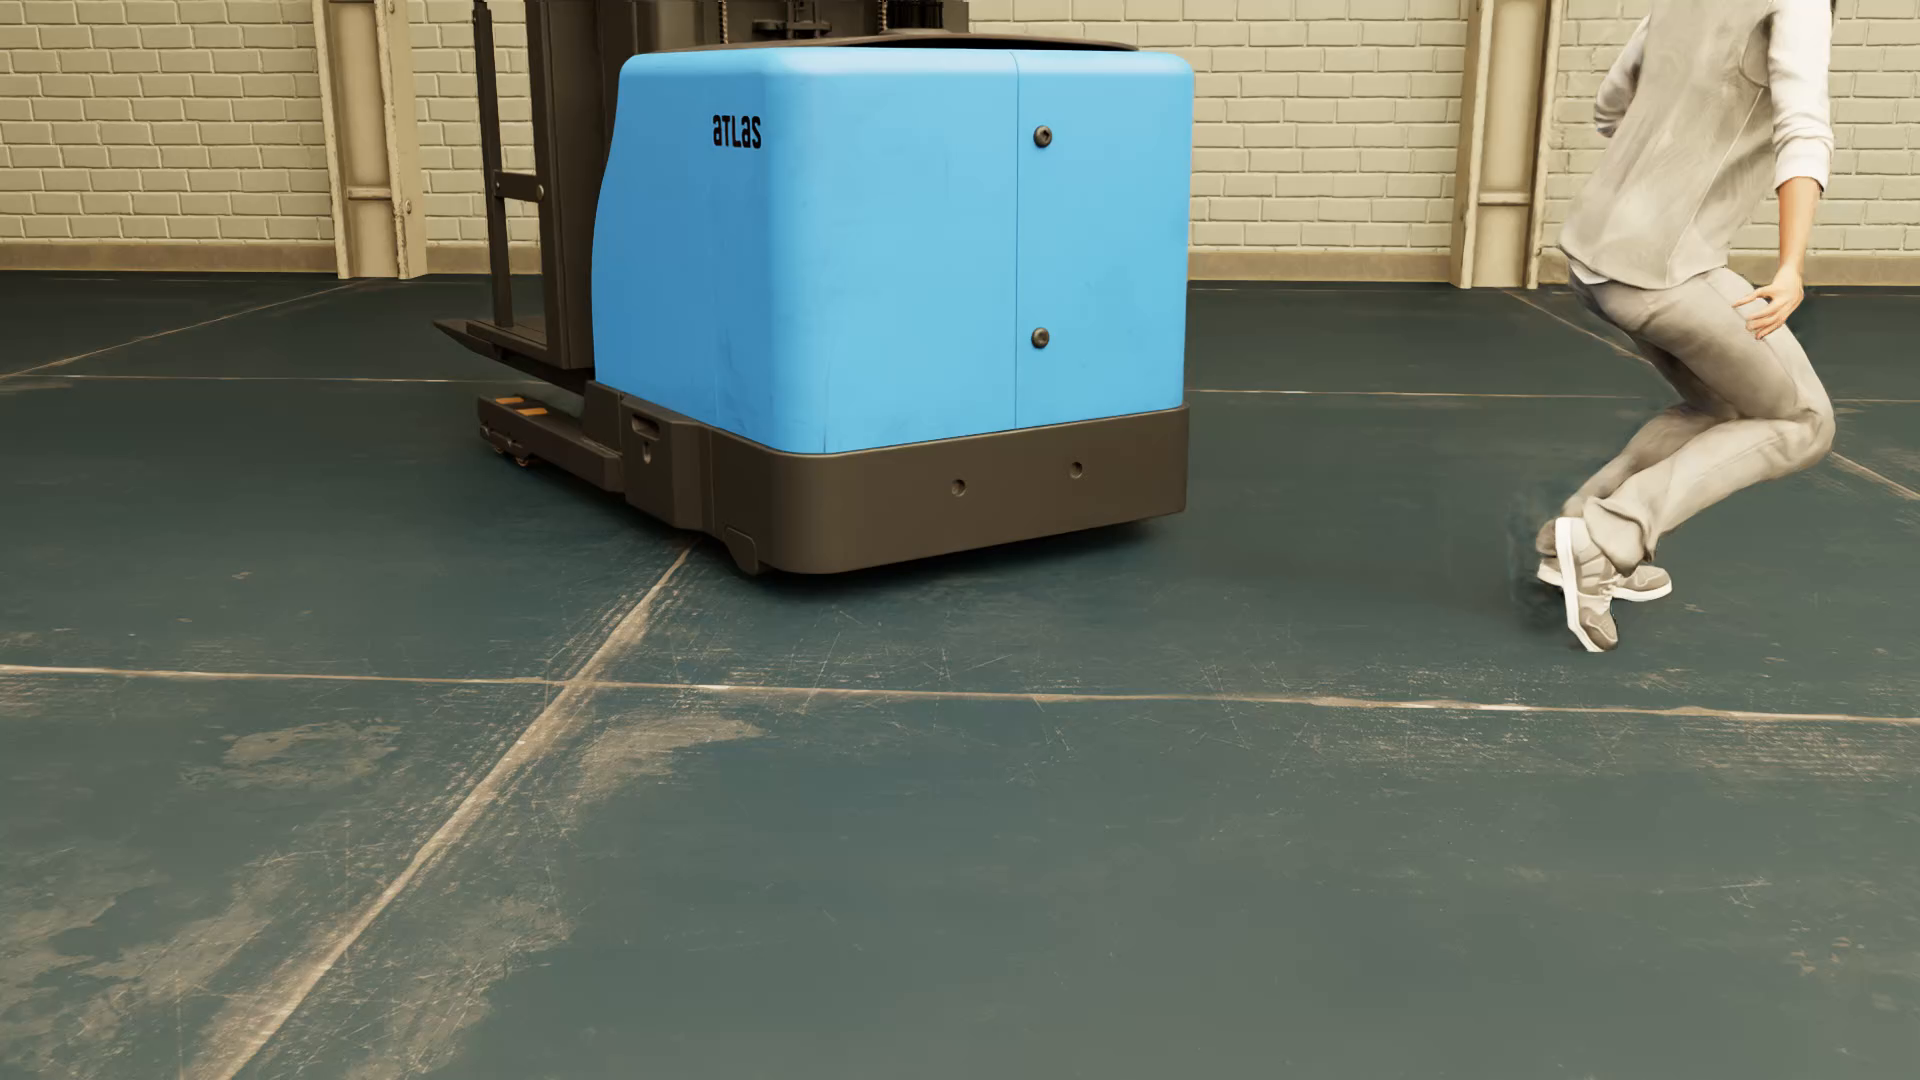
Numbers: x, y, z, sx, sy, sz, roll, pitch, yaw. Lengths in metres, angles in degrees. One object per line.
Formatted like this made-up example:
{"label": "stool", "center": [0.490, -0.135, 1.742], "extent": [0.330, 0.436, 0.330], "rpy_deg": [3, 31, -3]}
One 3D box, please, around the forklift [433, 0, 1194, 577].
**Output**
{"label": "forklift", "center": [-0.708, -1.673, 4.382], "extent": [1.130, 2.935, 3.031], "rpy_deg": [-10, 18, -32]}

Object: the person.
{"label": "person", "center": [1.319, -0.500, 3.010], "extent": [0.476, 1.418, 0.822], "rpy_deg": [0, 15, -1]}
